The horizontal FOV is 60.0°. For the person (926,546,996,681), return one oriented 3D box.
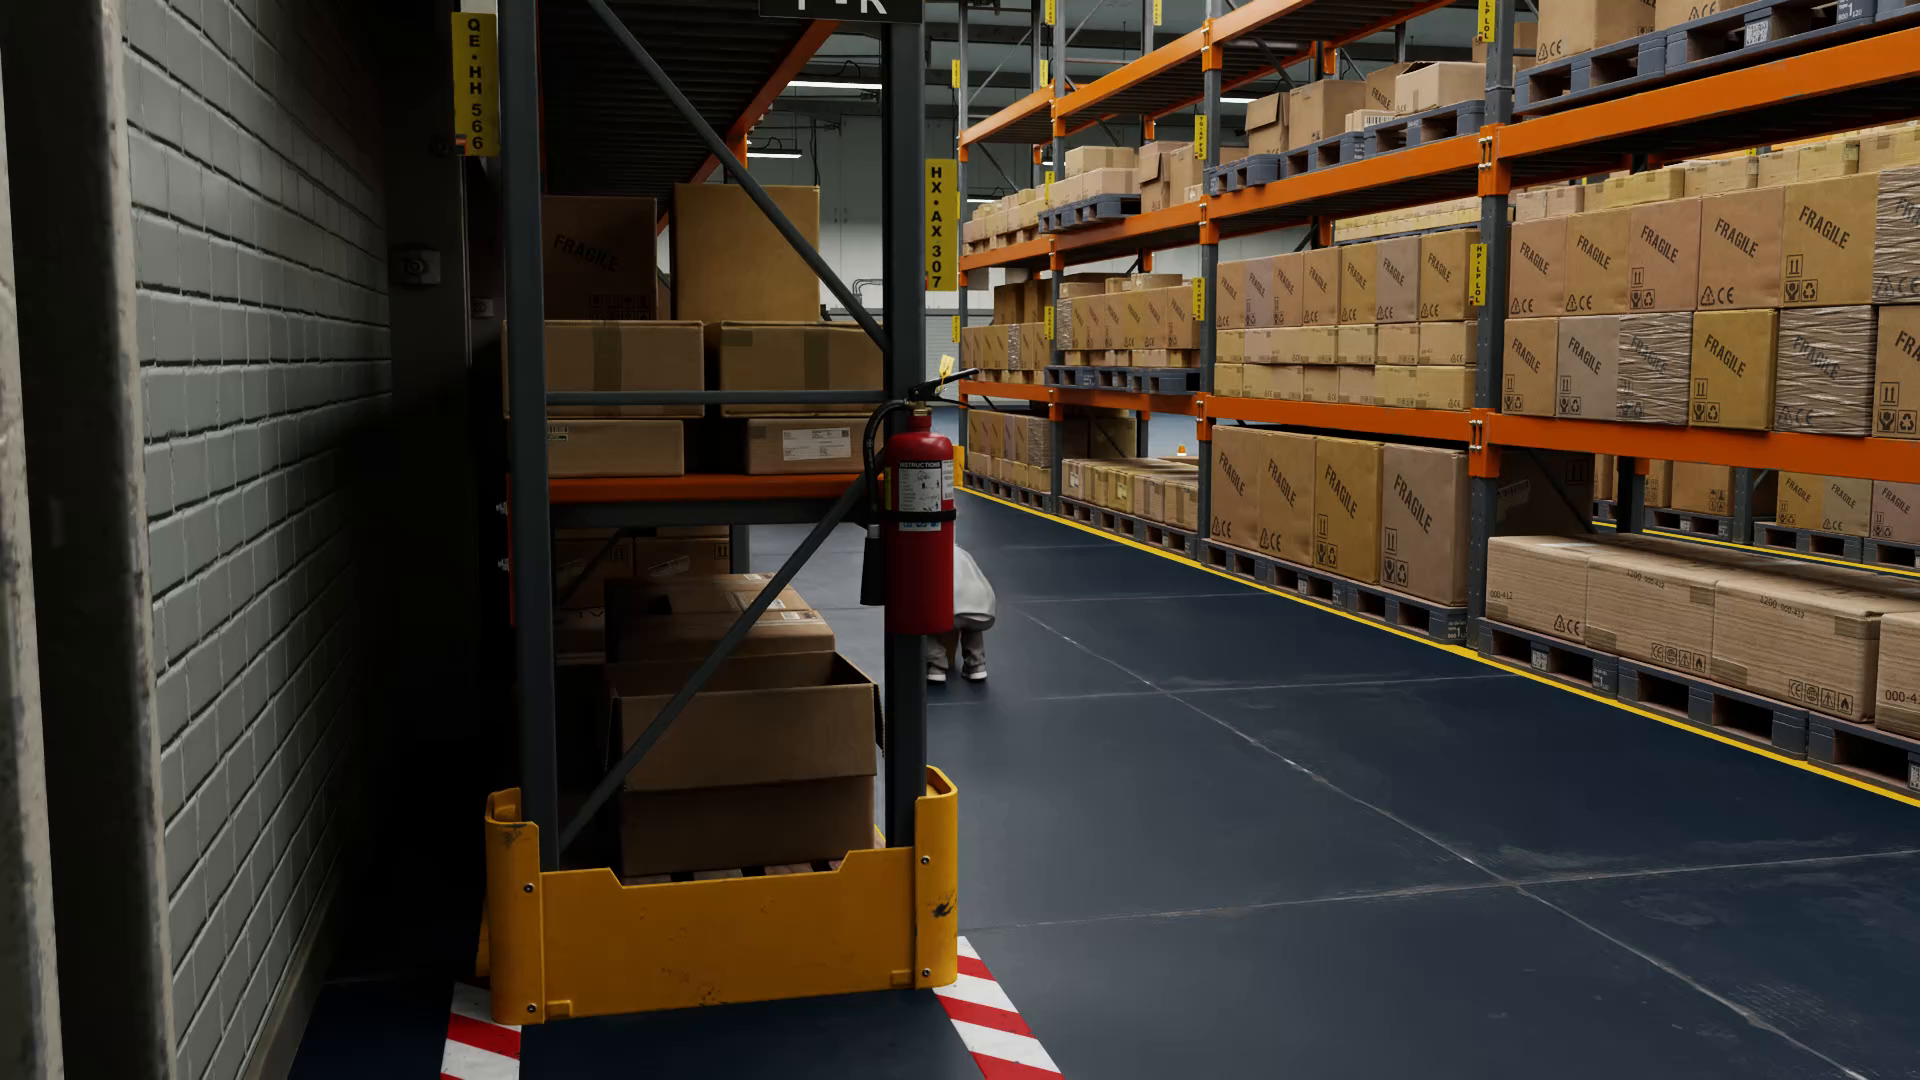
[{"bbox_3d":[-0.084,0.349,8.419,0.435,0.765,0.822,-2,7,-17],"label":"person"}]
